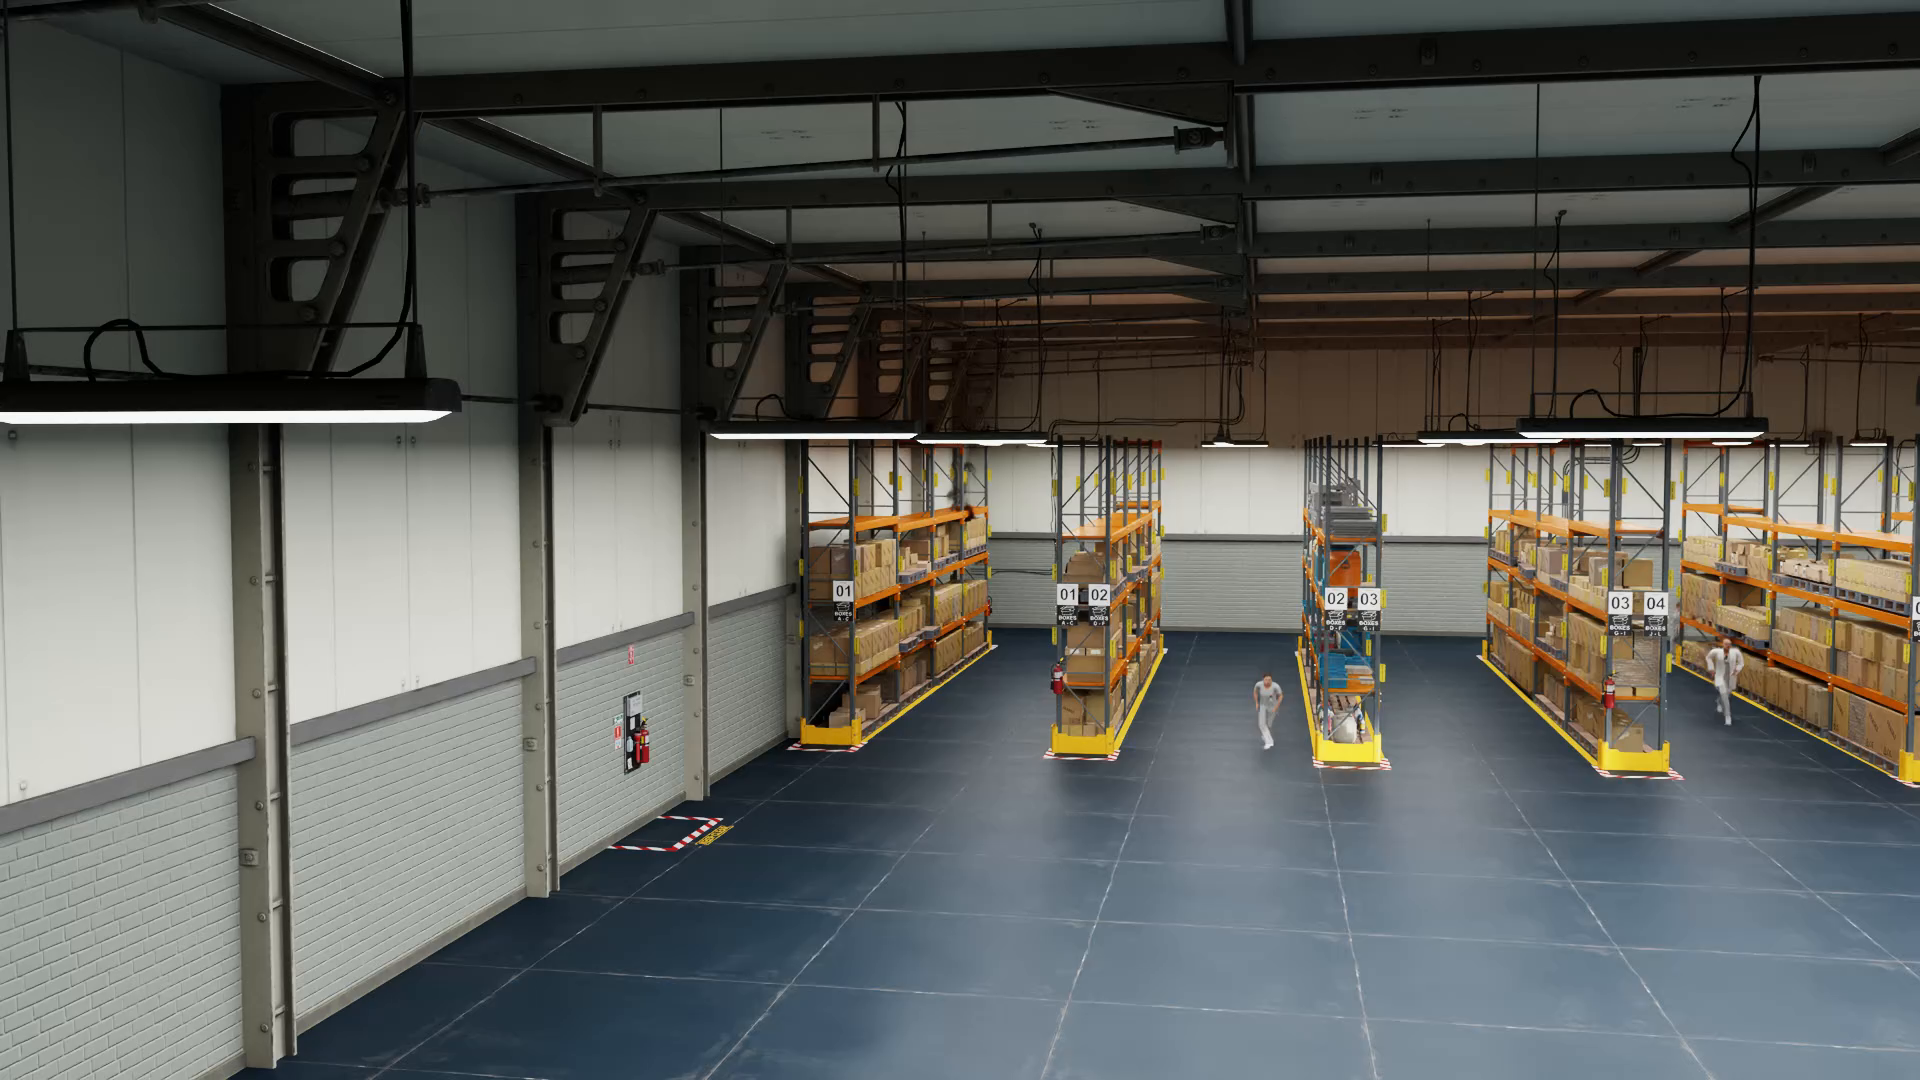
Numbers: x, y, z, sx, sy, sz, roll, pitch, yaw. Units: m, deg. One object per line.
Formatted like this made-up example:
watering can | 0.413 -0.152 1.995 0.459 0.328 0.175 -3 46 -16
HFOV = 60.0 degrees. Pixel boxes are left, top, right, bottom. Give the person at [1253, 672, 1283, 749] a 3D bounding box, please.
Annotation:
person | 5.959 3.253 32.126 0.563 1.519 0.951 1 3 15

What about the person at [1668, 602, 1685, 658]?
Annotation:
person | 19.712 2.476 45.543 0.755 1.569 0.606 0 3 6

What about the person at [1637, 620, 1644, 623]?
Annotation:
person | 17.687 2.581 42.865 0.604 1.668 0.567 1 3 20

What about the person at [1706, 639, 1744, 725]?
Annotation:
person | 16.182 2.949 35.196 0.712 1.779 1.186 1 3 11
